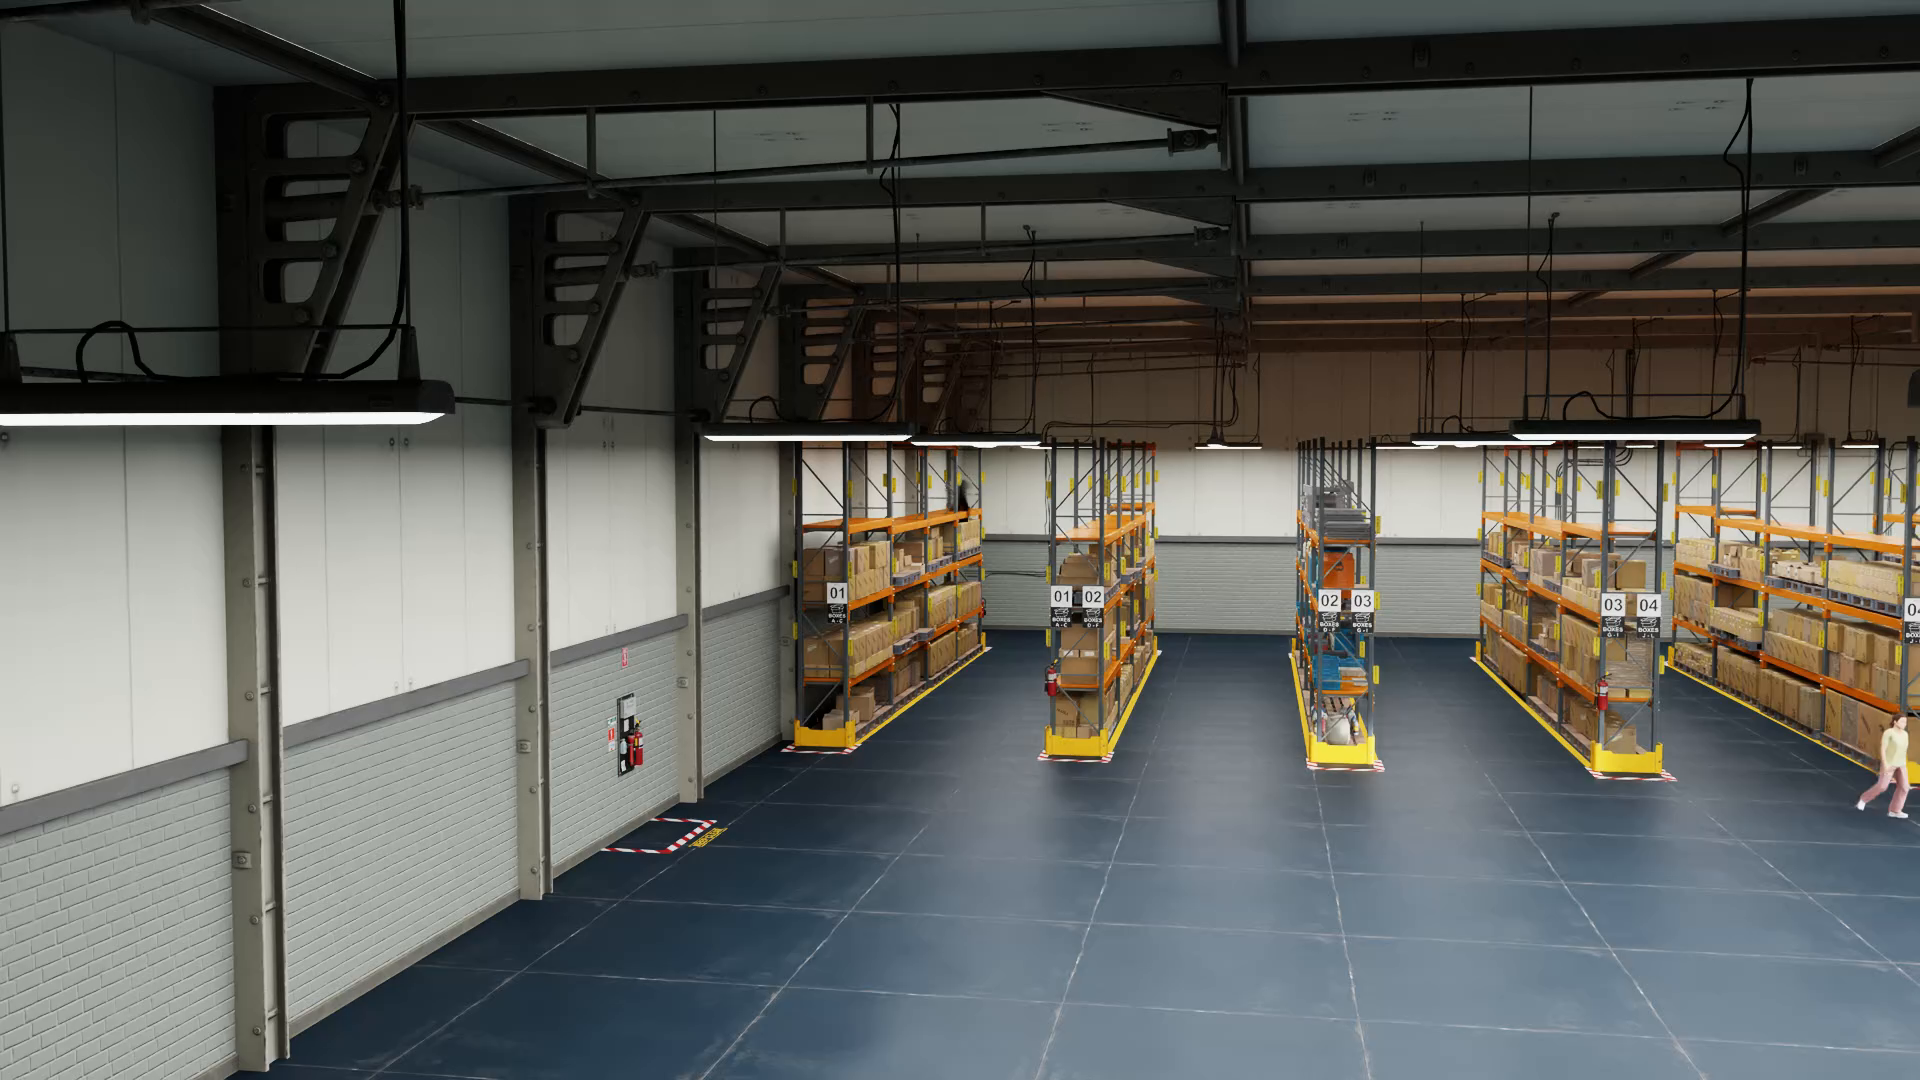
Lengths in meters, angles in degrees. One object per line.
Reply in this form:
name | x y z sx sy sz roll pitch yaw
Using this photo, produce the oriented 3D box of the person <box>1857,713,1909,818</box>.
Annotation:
person | 14.501 3.509 26.071 0.641 1.636 0.642 -1 3 -11
